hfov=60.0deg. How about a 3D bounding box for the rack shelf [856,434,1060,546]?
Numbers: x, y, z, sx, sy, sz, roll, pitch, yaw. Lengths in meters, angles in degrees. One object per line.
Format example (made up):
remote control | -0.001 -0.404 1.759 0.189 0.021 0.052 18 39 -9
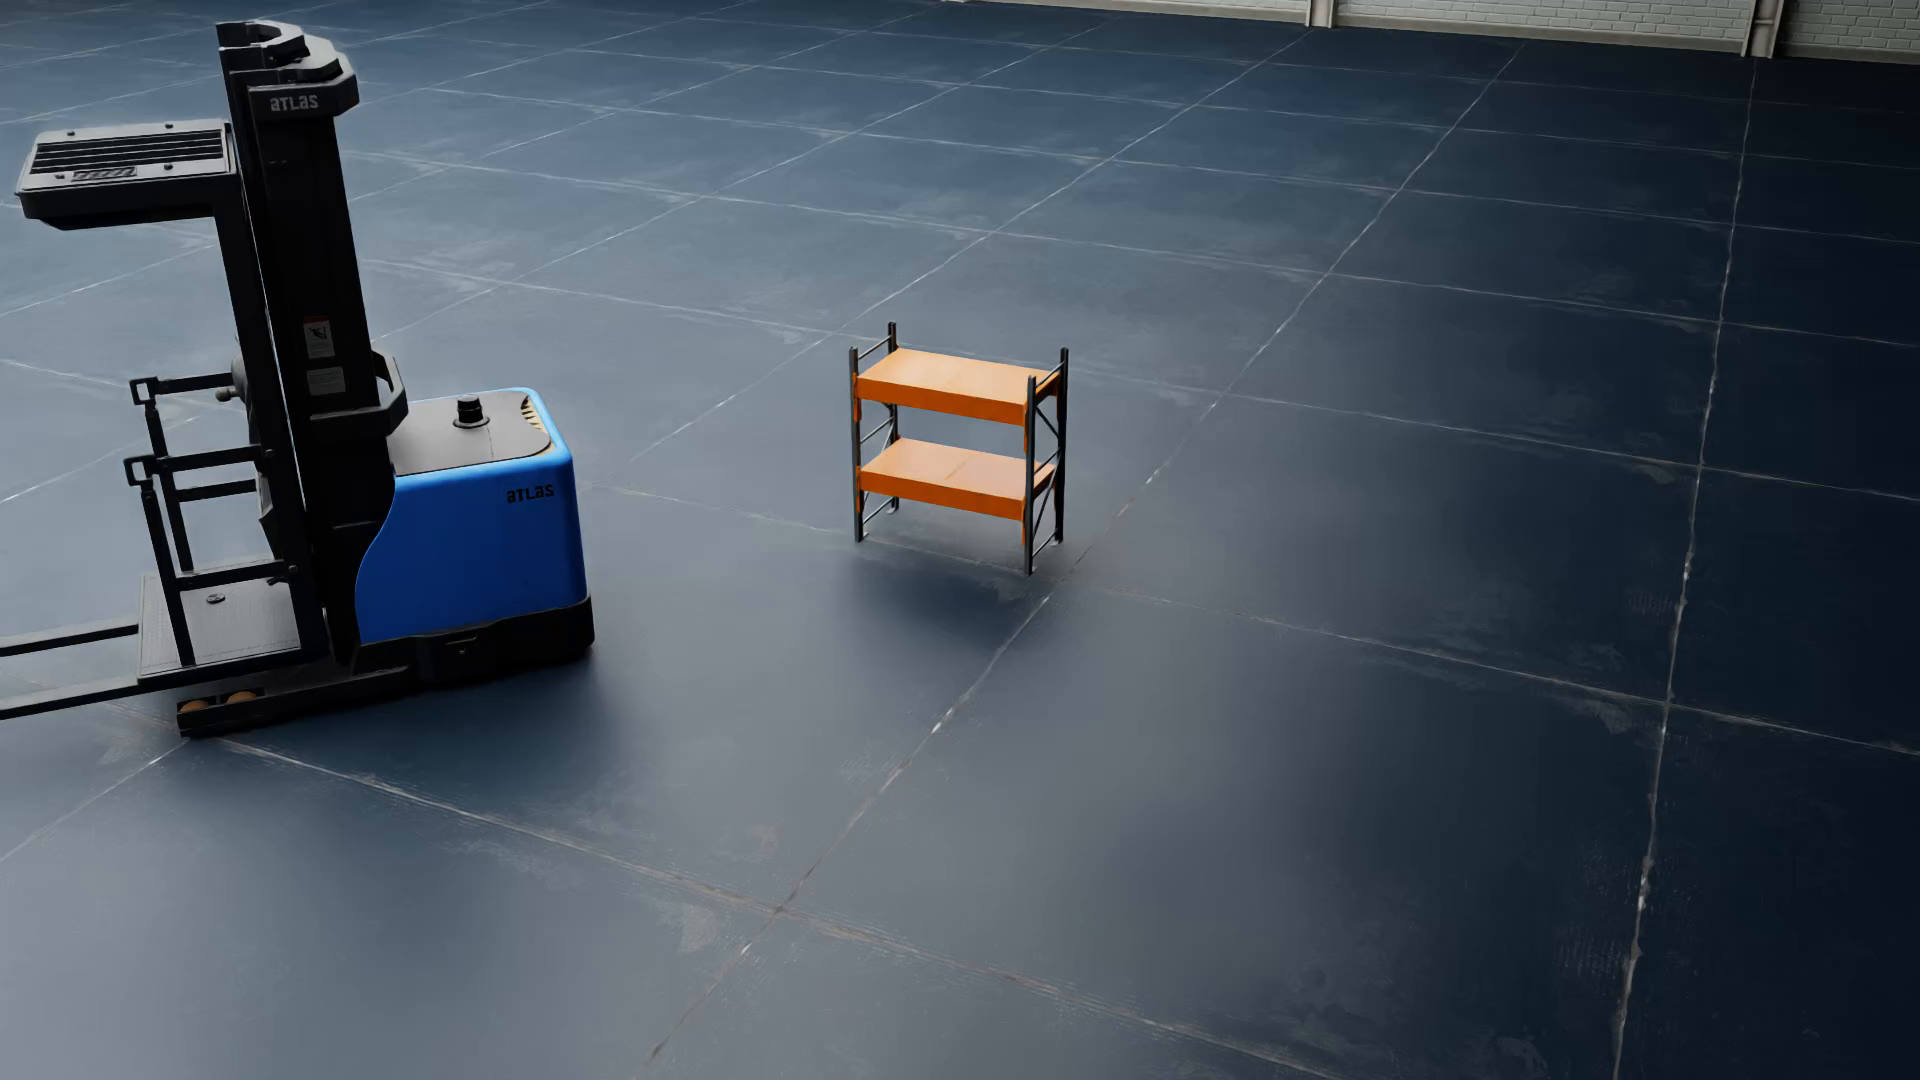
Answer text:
rack shelf | -0.006 -0.287 9.112 1.000 0.278 0.538 11 28 22

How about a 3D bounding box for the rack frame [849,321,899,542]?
rack frame | -0.469 -0.599 9.193 0.032 1.125 0.500 11 28 22

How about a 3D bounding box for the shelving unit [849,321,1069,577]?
shelving unit | -0.006 -0.506 9.004 1.048 1.125 0.538 11 28 22

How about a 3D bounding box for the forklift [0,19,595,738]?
forklift | -3.345 -0.692 7.337 3.031 2.935 1.130 -11 28 -20

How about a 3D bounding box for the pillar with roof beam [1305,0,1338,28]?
pillar with roof beam | 3.618 -10.010 19.394 0.400 9.000 9.100 11 28 22

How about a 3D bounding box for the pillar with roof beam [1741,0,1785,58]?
pillar with roof beam | 9.079 -8.913 17.166 0.400 9.000 9.100 11 28 22

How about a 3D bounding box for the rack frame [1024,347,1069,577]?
rack frame | 0.457 -0.413 8.815 0.032 1.125 0.500 11 28 22

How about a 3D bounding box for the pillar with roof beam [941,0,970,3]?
pillar with roof beam | -1.844 -11.107 21.622 0.400 9.000 9.100 11 28 22

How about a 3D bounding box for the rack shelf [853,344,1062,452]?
rack shelf | -0.006 -0.768 8.875 1.000 0.278 0.538 11 28 22
